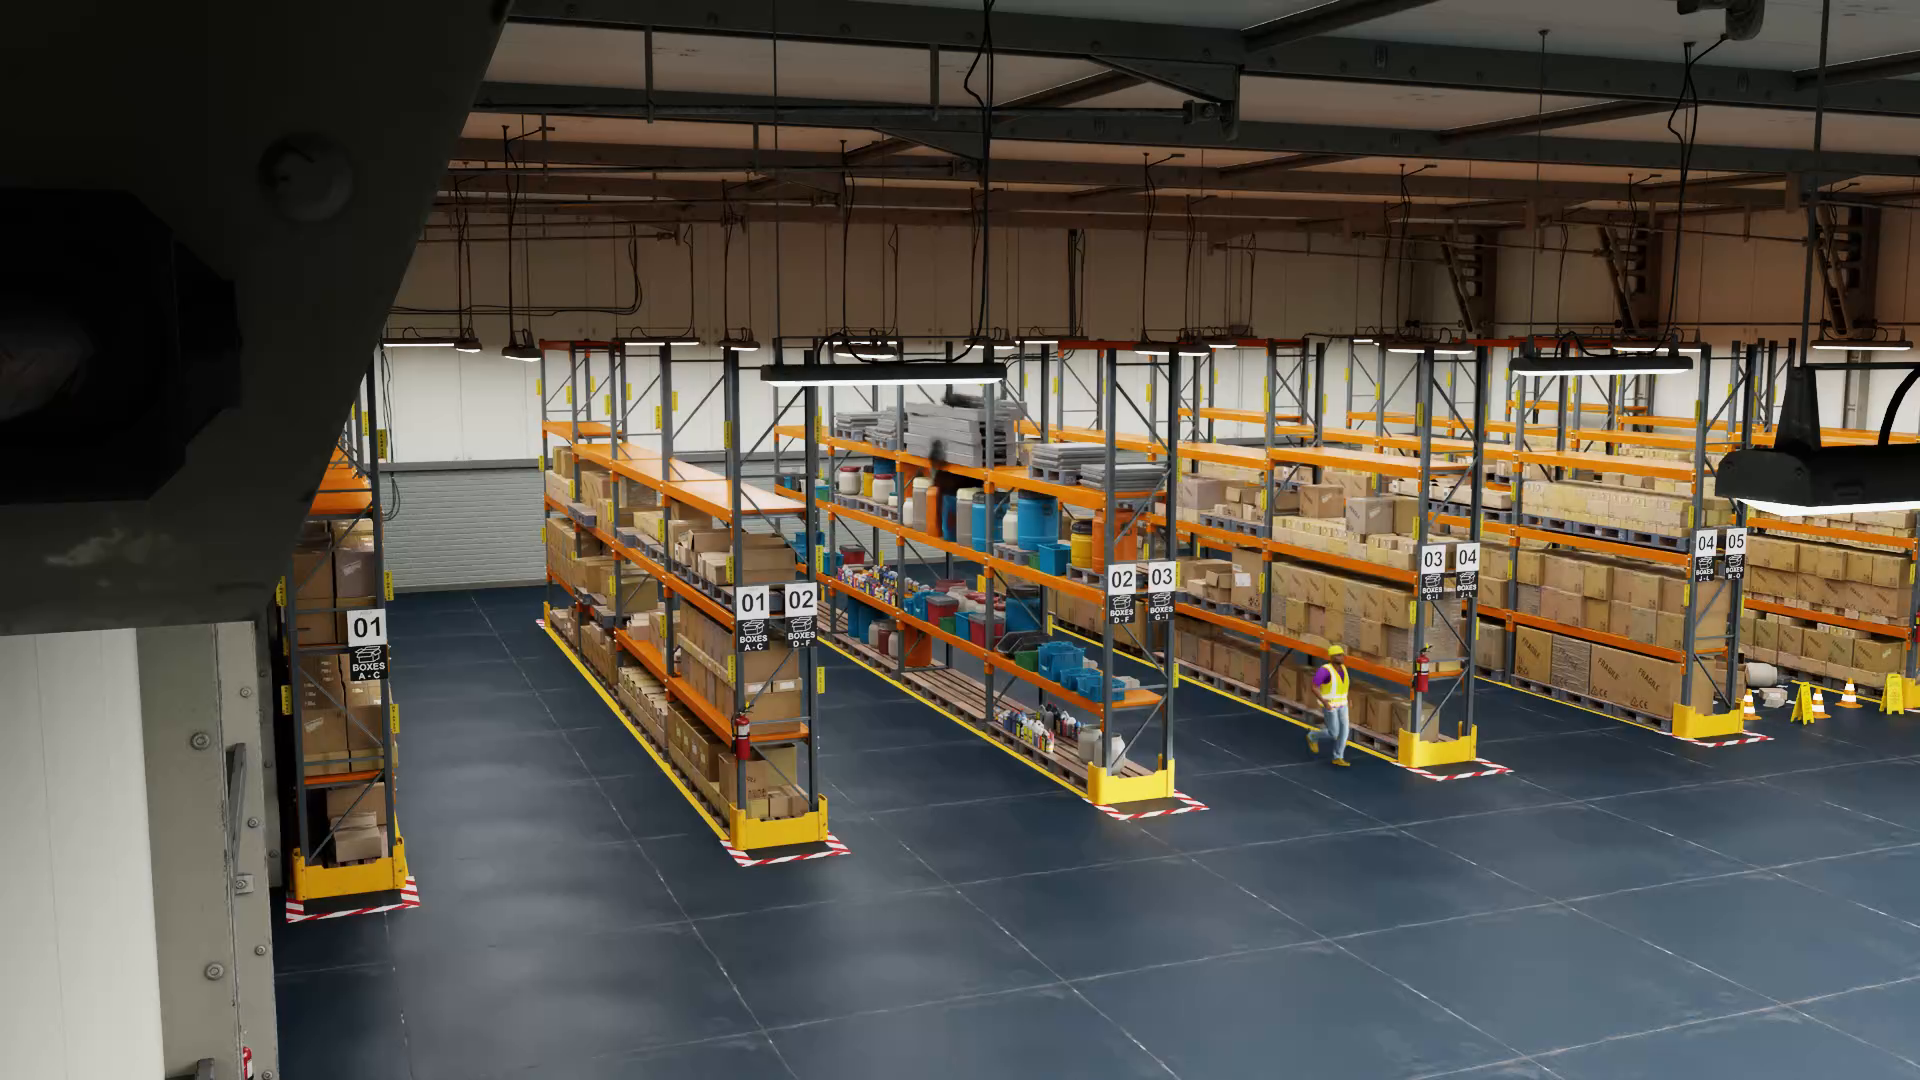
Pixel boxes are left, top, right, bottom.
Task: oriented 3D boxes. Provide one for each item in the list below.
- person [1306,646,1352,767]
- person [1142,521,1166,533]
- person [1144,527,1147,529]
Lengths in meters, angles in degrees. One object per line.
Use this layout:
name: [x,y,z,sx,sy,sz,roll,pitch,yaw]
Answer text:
person: [5.361,2.369,23.982,0.710,1.732,0.755,-5,9,-34]
person: [4.767,0.105,41.311,0.753,1.801,0.768,-5,9,-31]
person: [4.294,0.474,38.993,0.620,1.607,0.570,-1,7,-5]
